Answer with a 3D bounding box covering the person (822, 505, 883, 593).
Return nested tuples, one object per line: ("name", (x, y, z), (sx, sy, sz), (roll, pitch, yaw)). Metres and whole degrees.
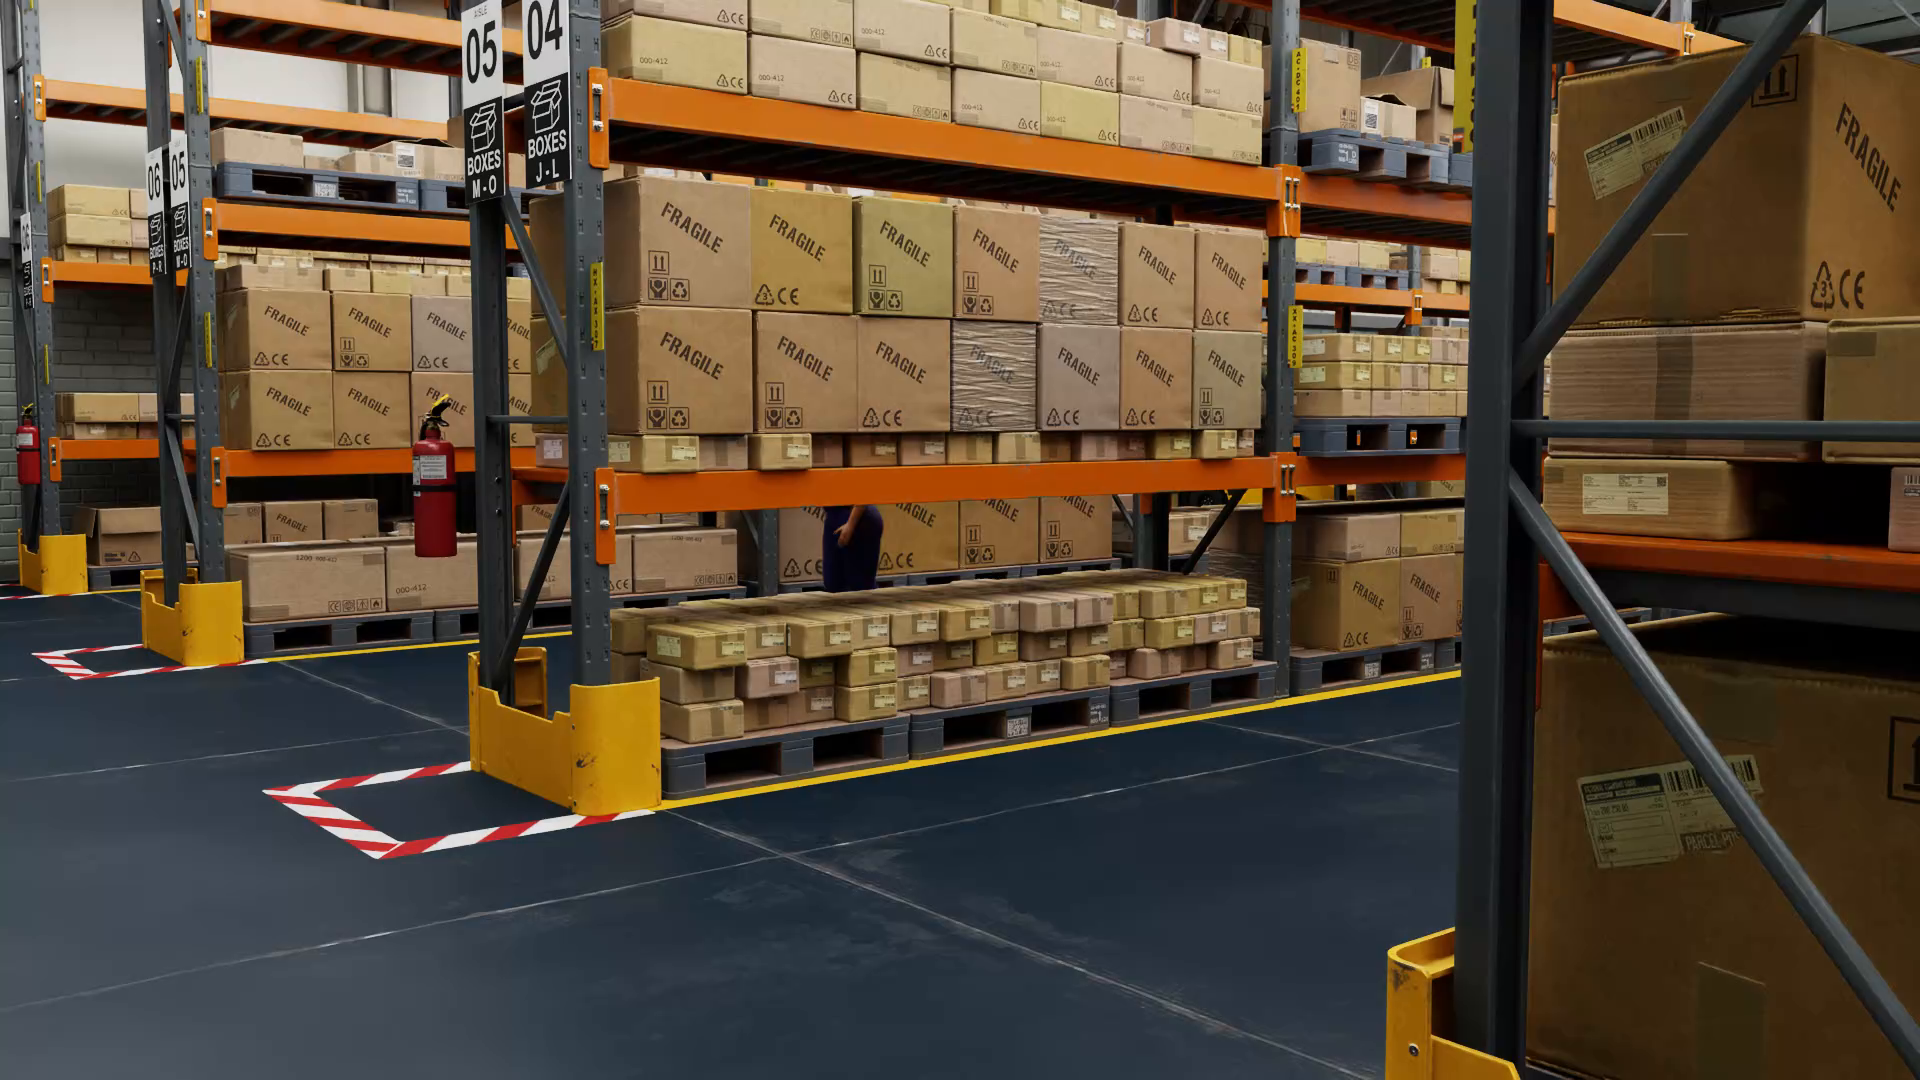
("person", (-0.703, -0.075, 10.307), (0.491, 1.668, 0.495), (-2, 5, -26))
